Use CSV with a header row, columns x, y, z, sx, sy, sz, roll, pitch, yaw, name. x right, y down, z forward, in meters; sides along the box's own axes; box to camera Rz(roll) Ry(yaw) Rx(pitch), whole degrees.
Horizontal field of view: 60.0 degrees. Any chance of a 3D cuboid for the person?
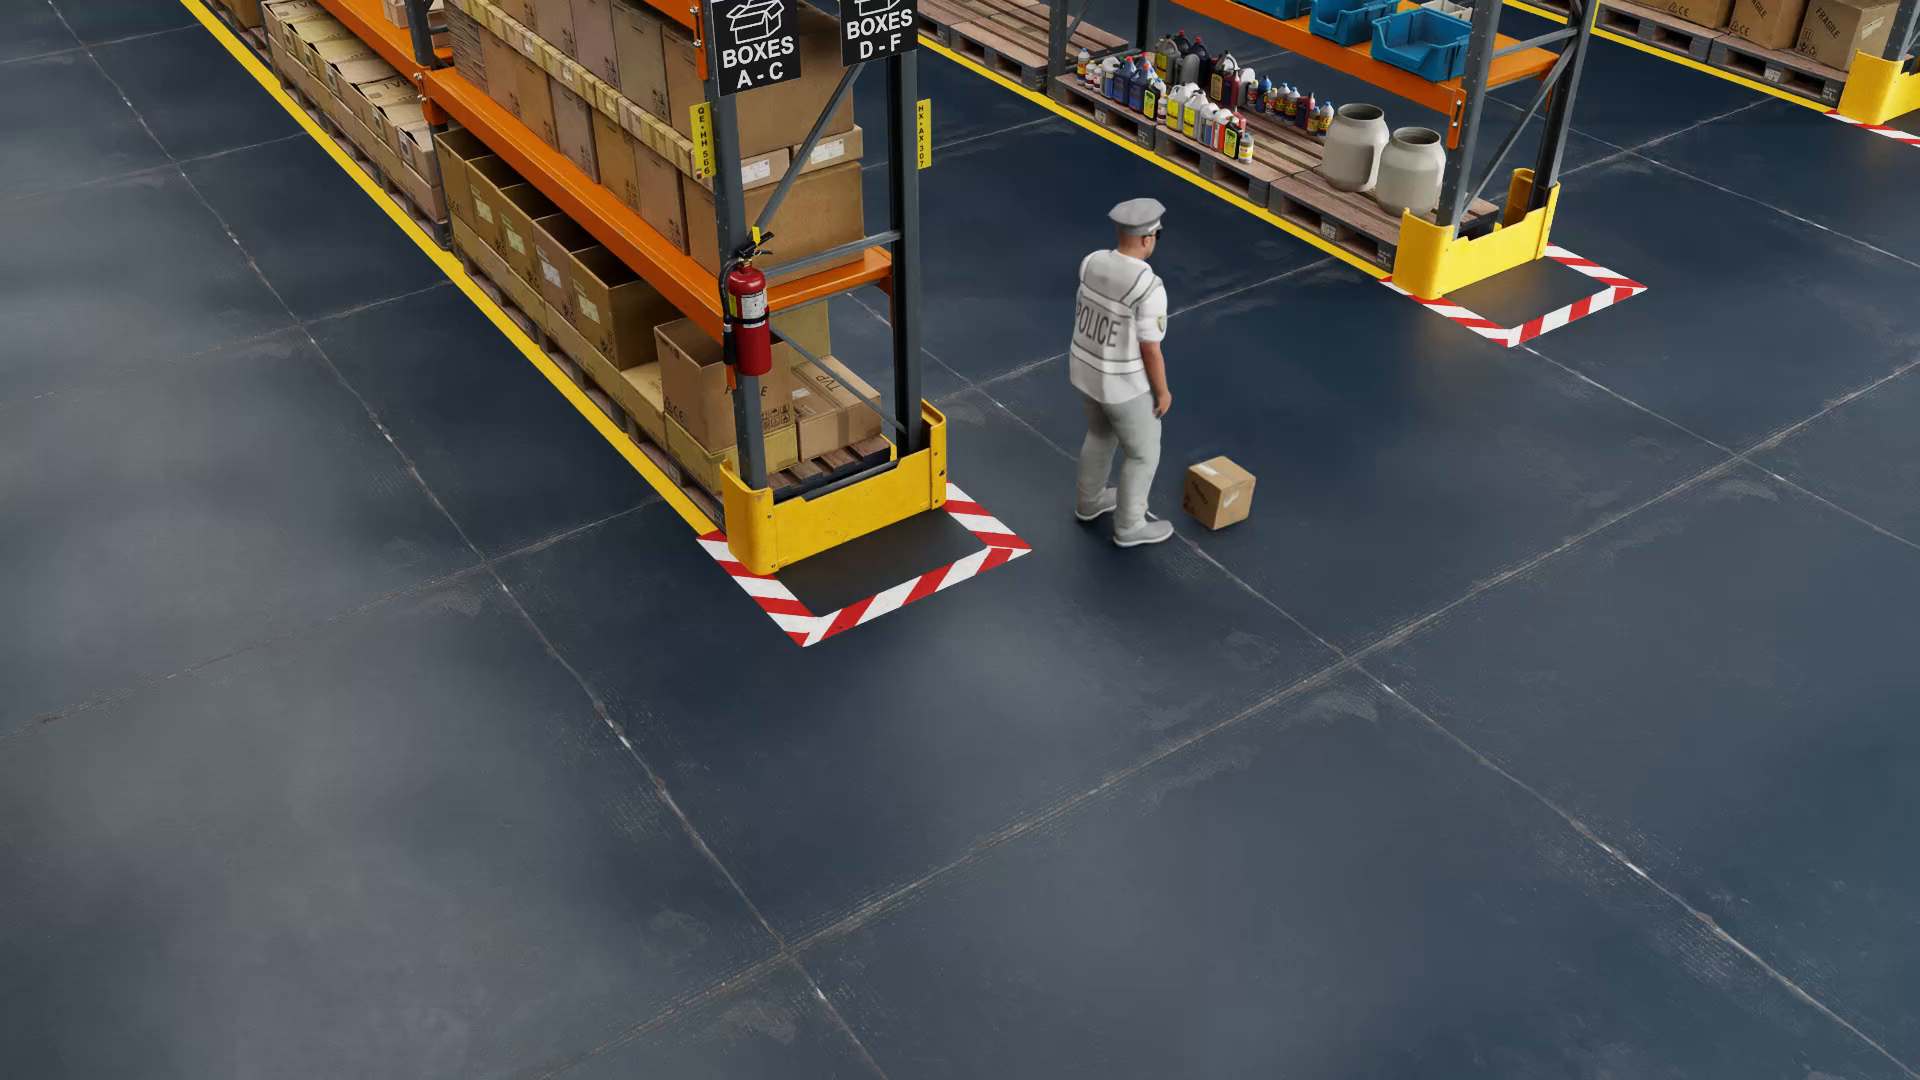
x,y,z,sx,sy,sz,roll,pitch,yaw,name
0.772,-0.789,8.076,0.435,1.749,0.574,-24,42,-29,person
